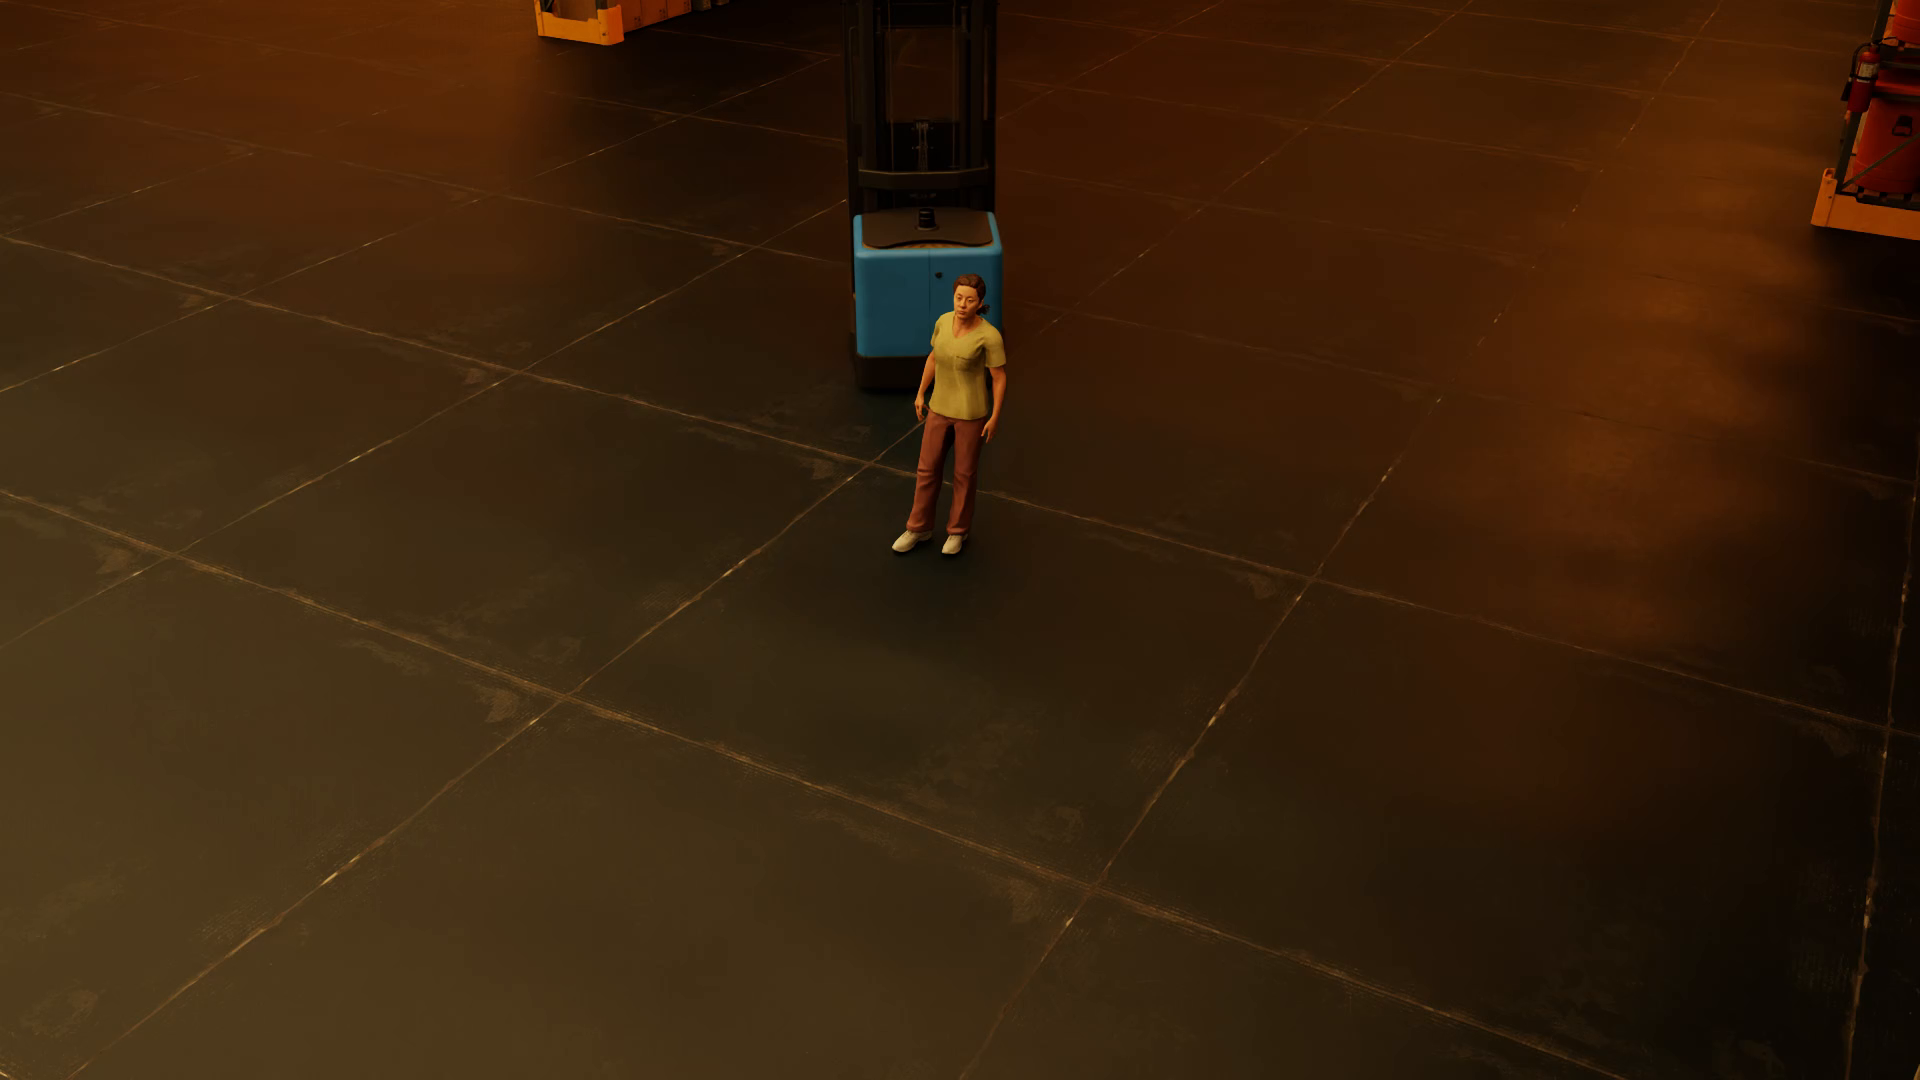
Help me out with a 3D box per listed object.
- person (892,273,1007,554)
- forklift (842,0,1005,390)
[{"bbox_3d":[-0.046,-0.698,9.532,0.553,1.663,0.548,15,33,25],"label":"person"},{"bbox_3d":[-0.299,-3.028,12.318,1.130,2.935,3.031,-2,30,-3],"label":"forklift"}]
